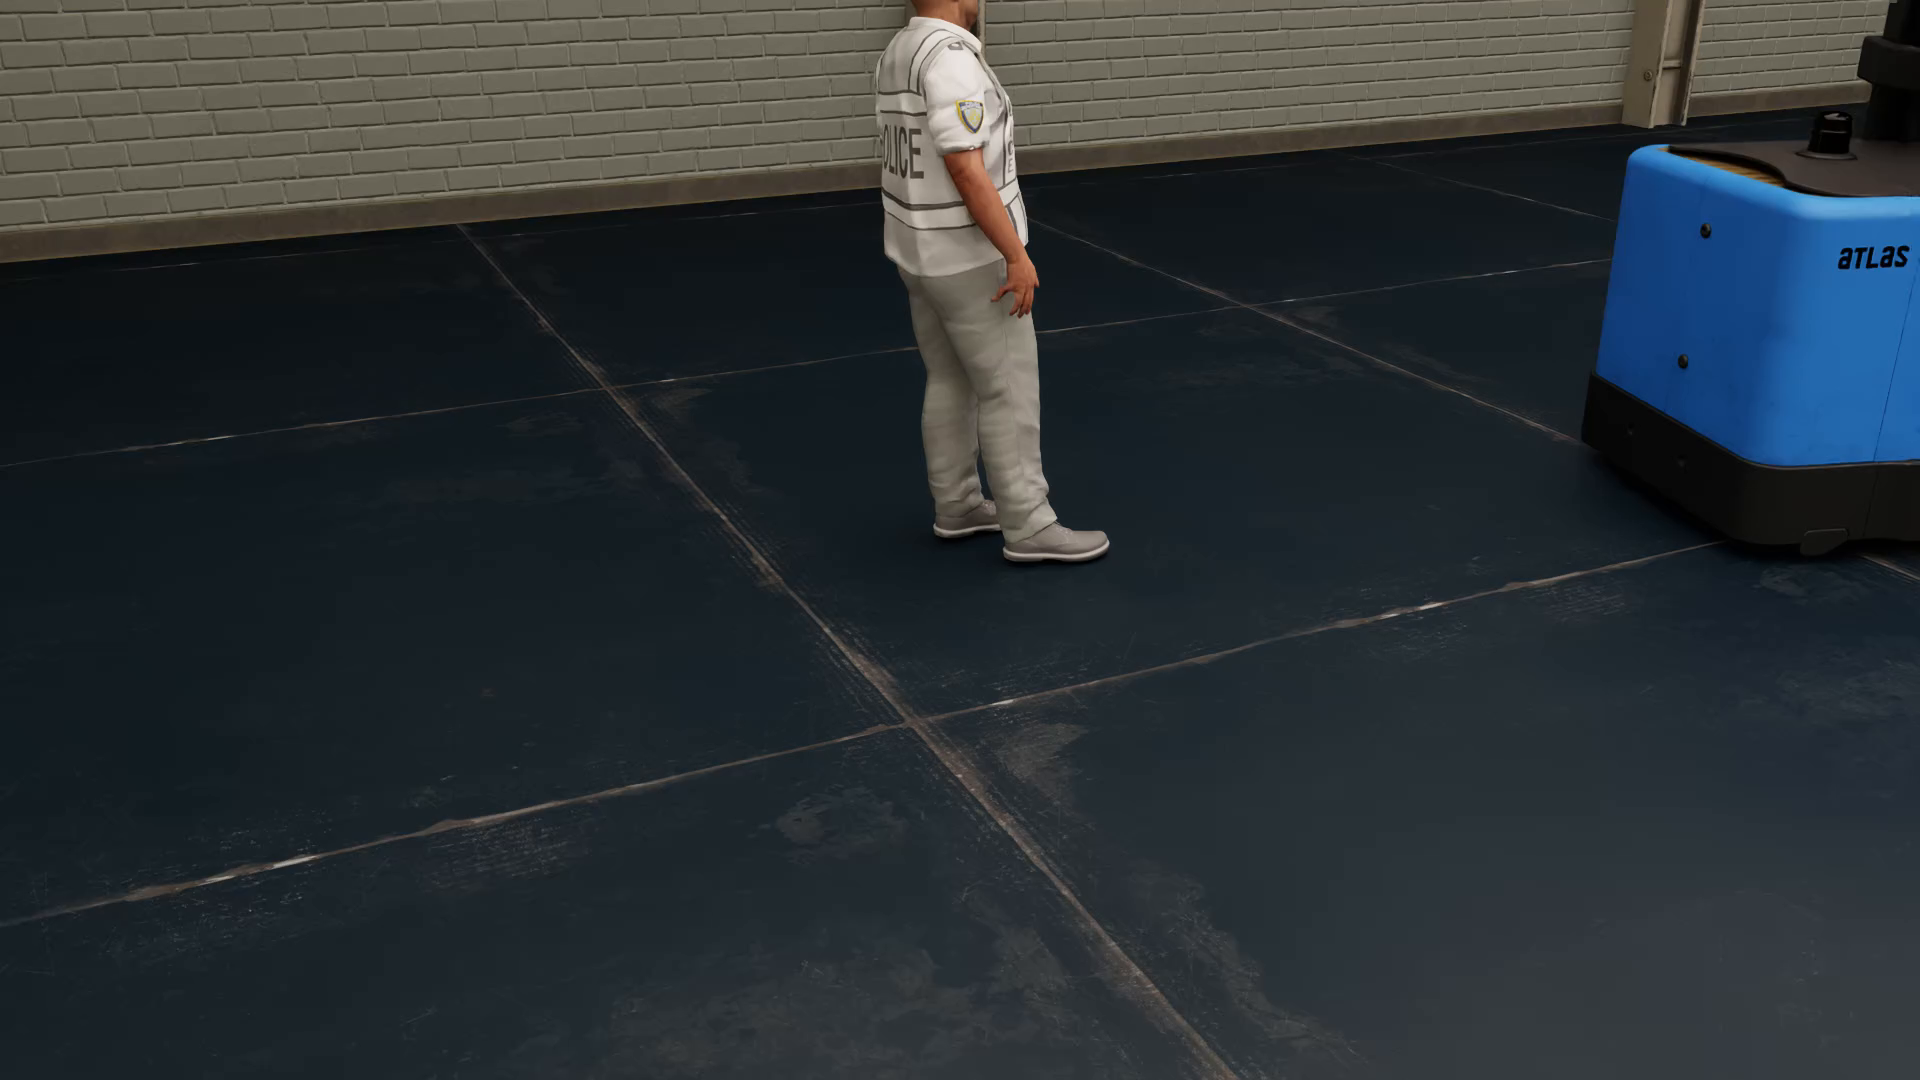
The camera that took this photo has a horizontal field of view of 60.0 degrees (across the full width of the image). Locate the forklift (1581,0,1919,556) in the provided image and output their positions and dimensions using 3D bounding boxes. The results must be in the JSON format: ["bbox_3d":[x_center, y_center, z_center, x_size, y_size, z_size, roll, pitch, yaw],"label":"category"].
[{"bbox_3d":[3.711,-1.554,5.026,3.031,2.935,1.130,-3,23,-8],"label":"forklift"}]

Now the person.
[{"bbox_3d":[0.075,-0.837,4.783,0.575,1.778,0.640,-10,25,-23],"label":"person"}]
